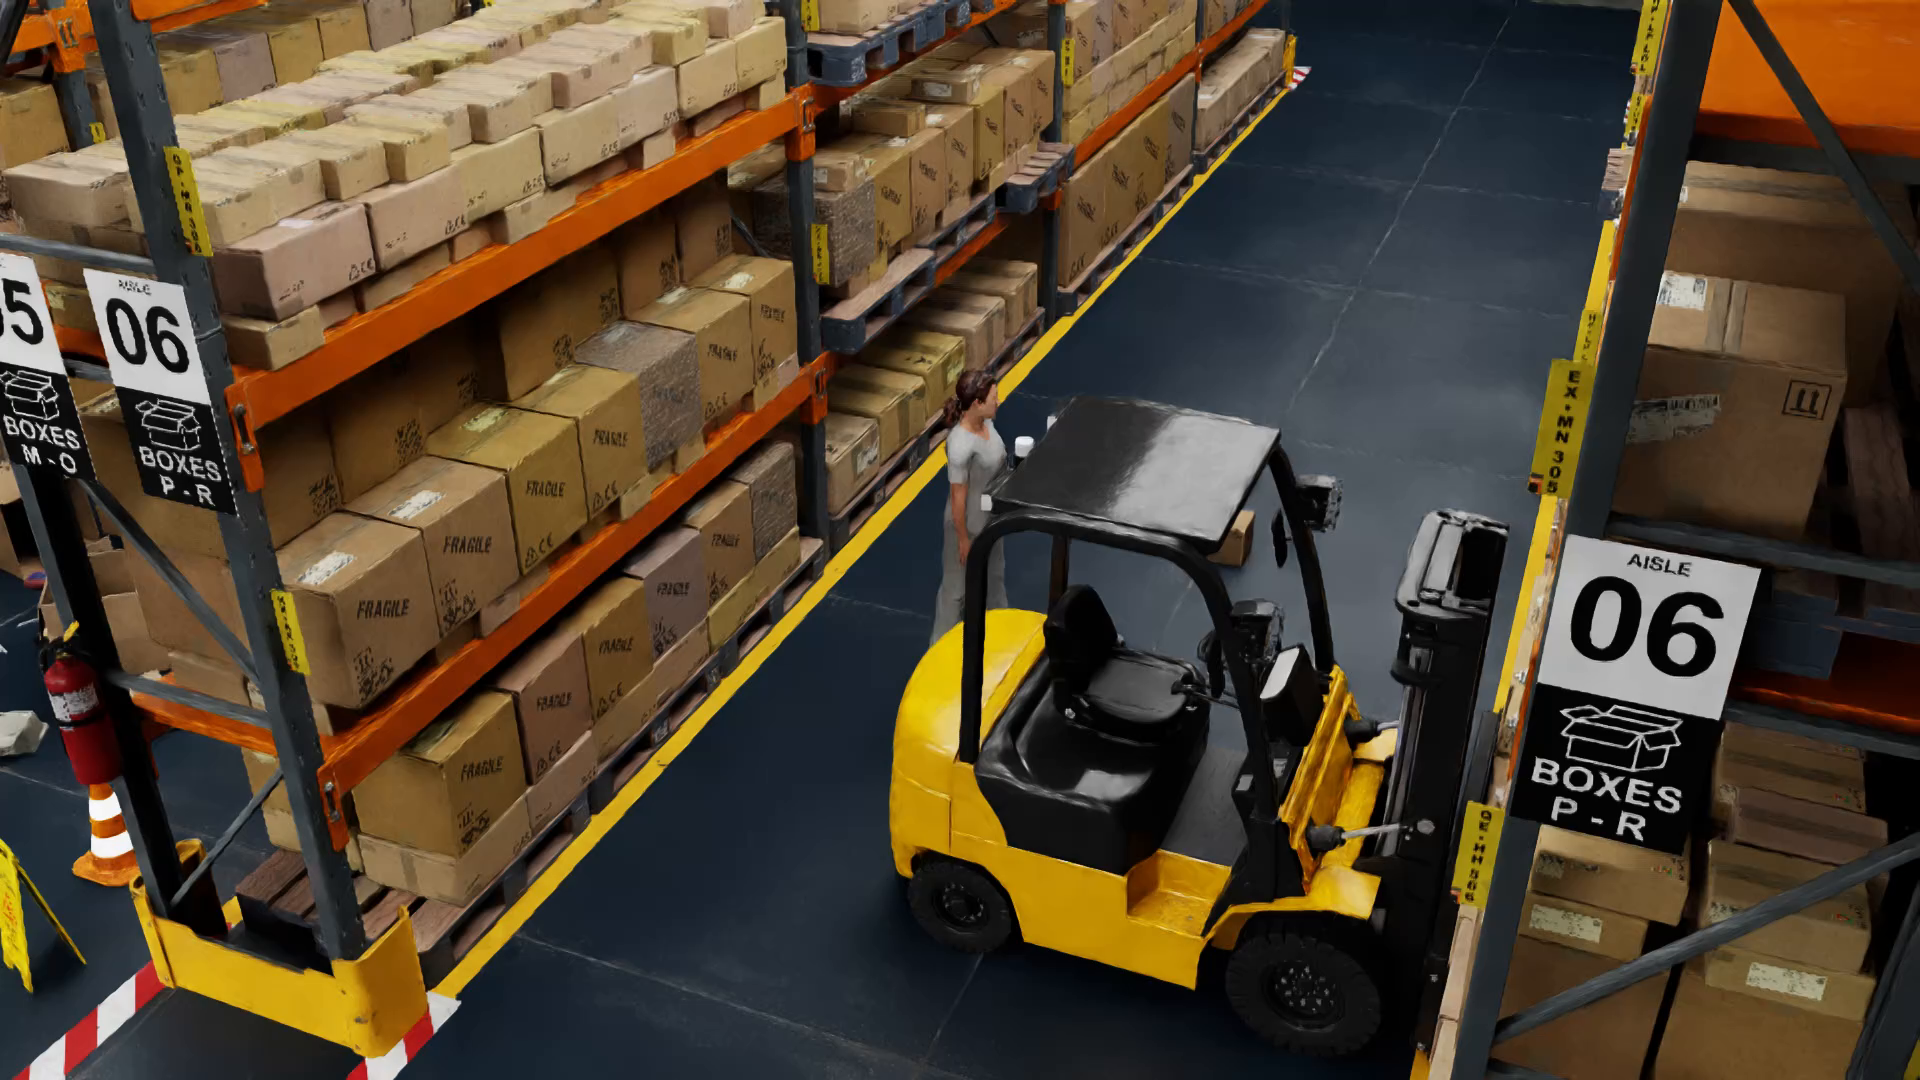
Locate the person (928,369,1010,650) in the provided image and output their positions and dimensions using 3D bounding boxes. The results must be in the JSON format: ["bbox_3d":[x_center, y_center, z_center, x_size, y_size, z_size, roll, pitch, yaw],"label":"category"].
[{"bbox_3d":[0.106,-0.085,8.498,0.495,1.670,0.545,12,32,20],"label":"person"}]
